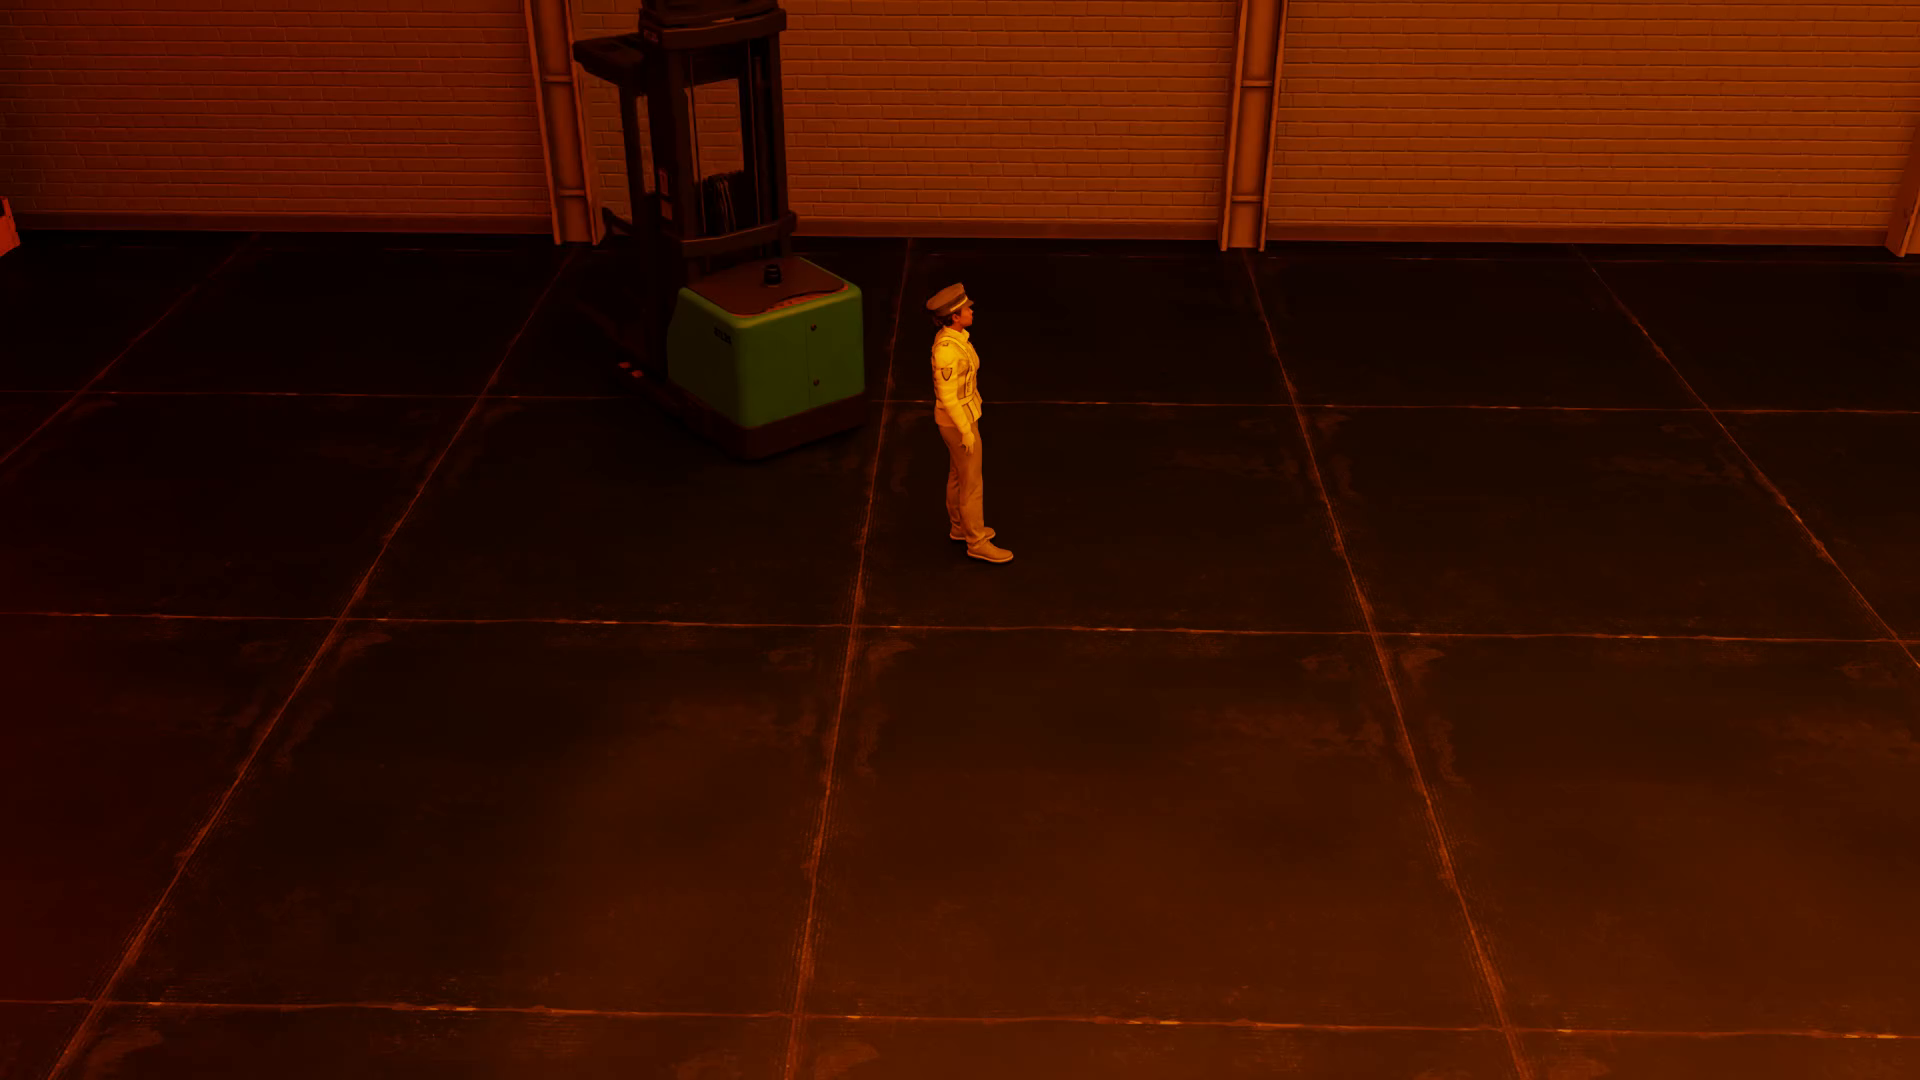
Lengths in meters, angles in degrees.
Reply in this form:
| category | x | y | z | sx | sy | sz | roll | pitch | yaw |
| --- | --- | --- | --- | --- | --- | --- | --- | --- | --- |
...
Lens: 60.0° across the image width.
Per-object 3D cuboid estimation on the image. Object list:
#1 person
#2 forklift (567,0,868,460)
| category | x | y | z | sx | sy | sz | roll | pitch | yaw |
| --- | --- | --- | --- | --- | --- | --- | --- | --- | --- |
| person | 0.068 | -0.732 | 10.058 | 0.532 | 1.694 | 0.586 | 1 | 31 | 1 |
| forklift | -1.953 | -2.491 | 11.838 | 1.130 | 2.935 | 3.031 | -22 | 37 | -32 |
